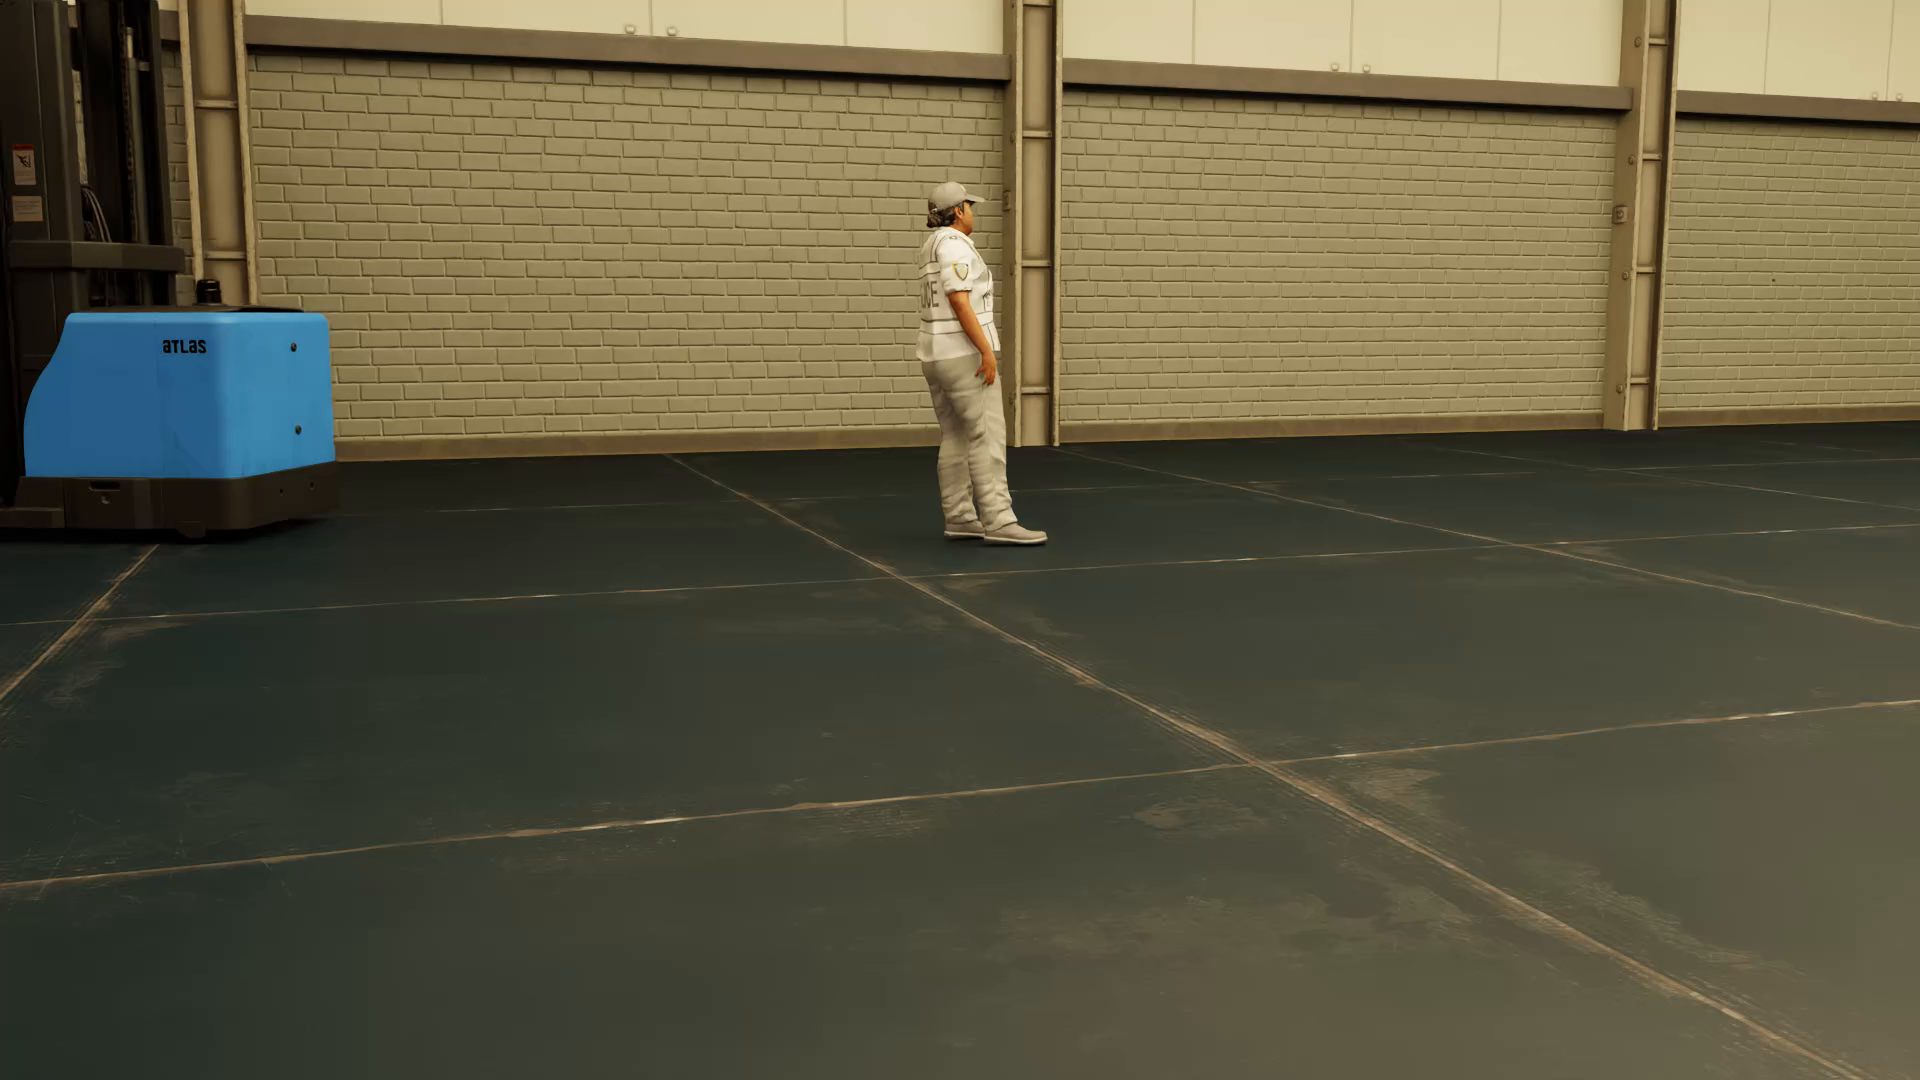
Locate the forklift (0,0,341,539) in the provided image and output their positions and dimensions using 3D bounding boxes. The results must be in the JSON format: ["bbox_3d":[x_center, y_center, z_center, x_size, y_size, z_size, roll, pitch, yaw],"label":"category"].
[{"bbox_3d":[-4.780,-1.517,8.201,3.031,2.935,1.130,1,8,6],"label":"forklift"}]

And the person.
[{"bbox_3d":[0.080,-0.834,7.813,0.529,1.670,0.598,-3,8,-18],"label":"person"}]
